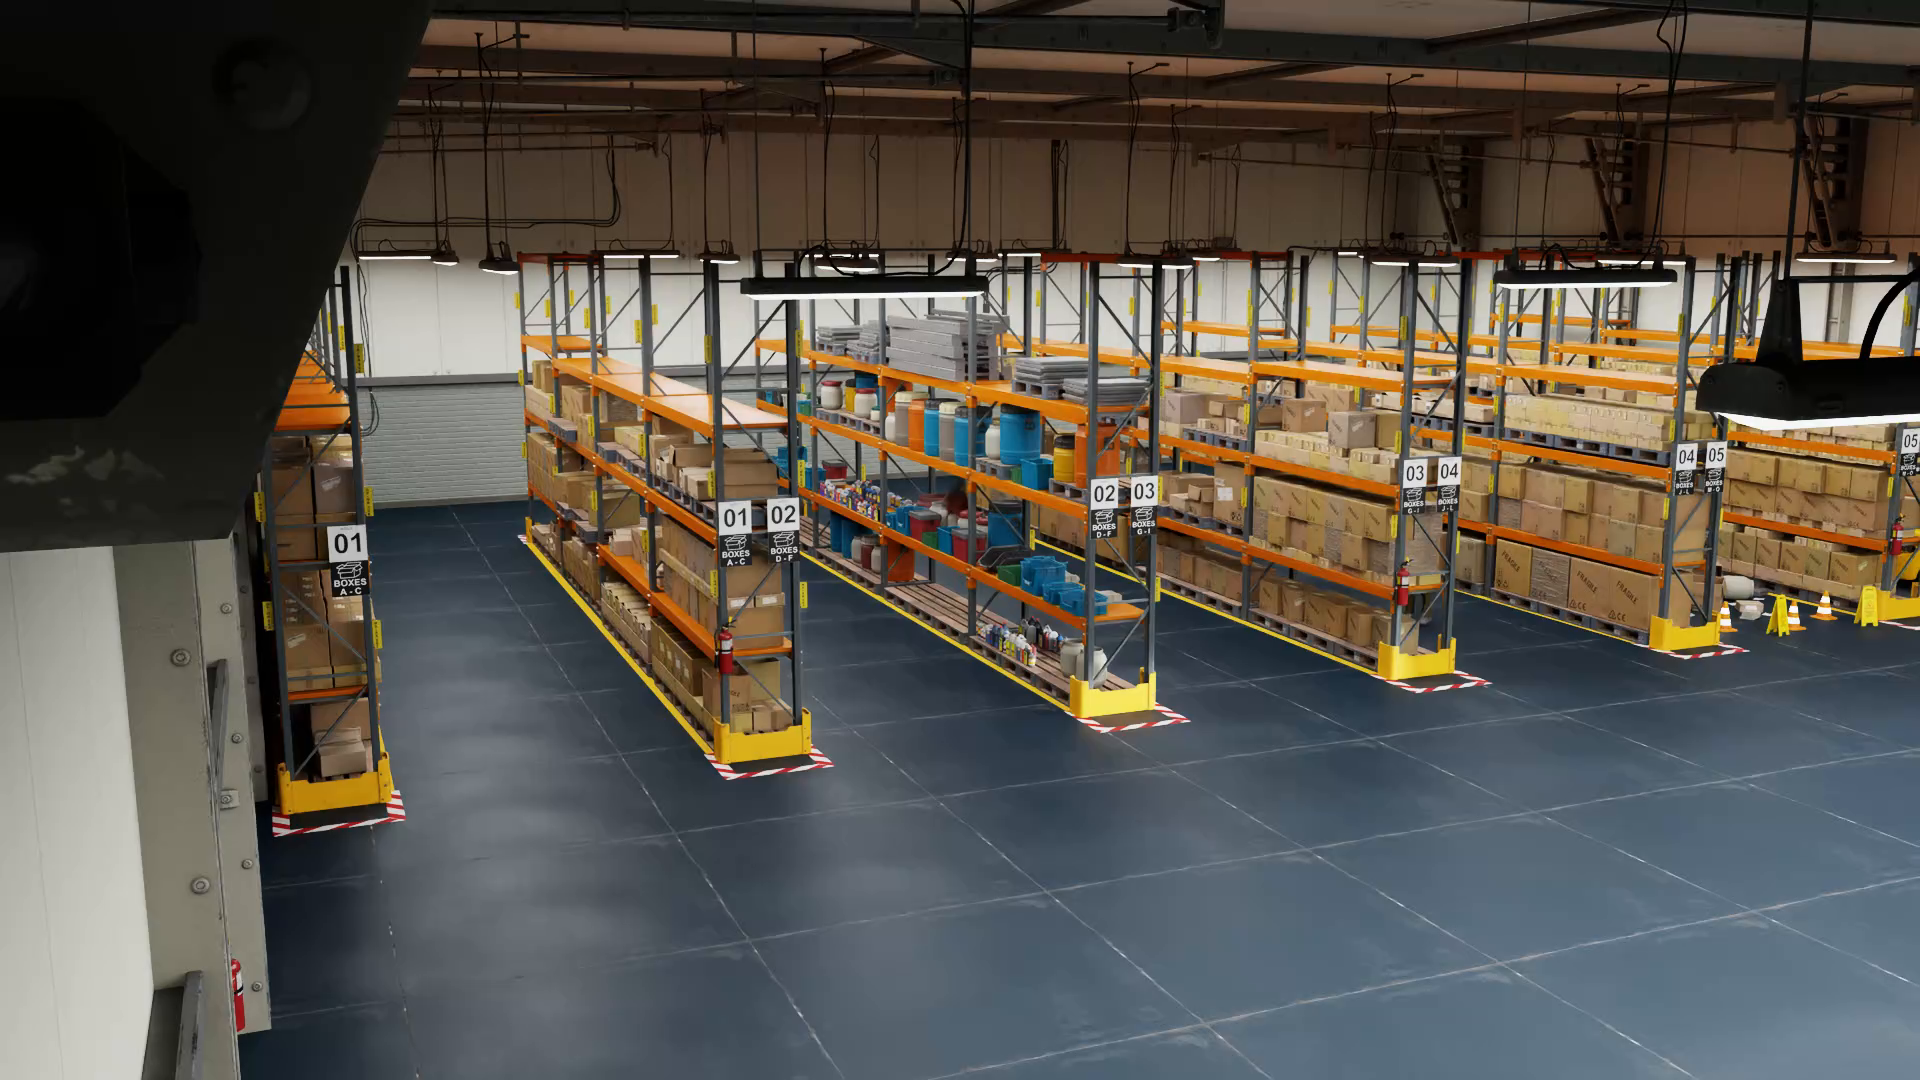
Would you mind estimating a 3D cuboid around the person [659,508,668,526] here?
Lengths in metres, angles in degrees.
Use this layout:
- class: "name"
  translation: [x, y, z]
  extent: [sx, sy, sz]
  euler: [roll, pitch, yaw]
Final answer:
- class: "person"
  translation: [-5.892, -0.595, 33.403]
  extent: [0.582, 1.767, 0.596]
  euler: [0, 10, 1]

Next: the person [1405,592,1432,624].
- class: "person"
  translation: [7.594, 0.469, 27.480]
  extent: [0.603, 1.789, 0.414]
  euler: [9, 14, 40]
